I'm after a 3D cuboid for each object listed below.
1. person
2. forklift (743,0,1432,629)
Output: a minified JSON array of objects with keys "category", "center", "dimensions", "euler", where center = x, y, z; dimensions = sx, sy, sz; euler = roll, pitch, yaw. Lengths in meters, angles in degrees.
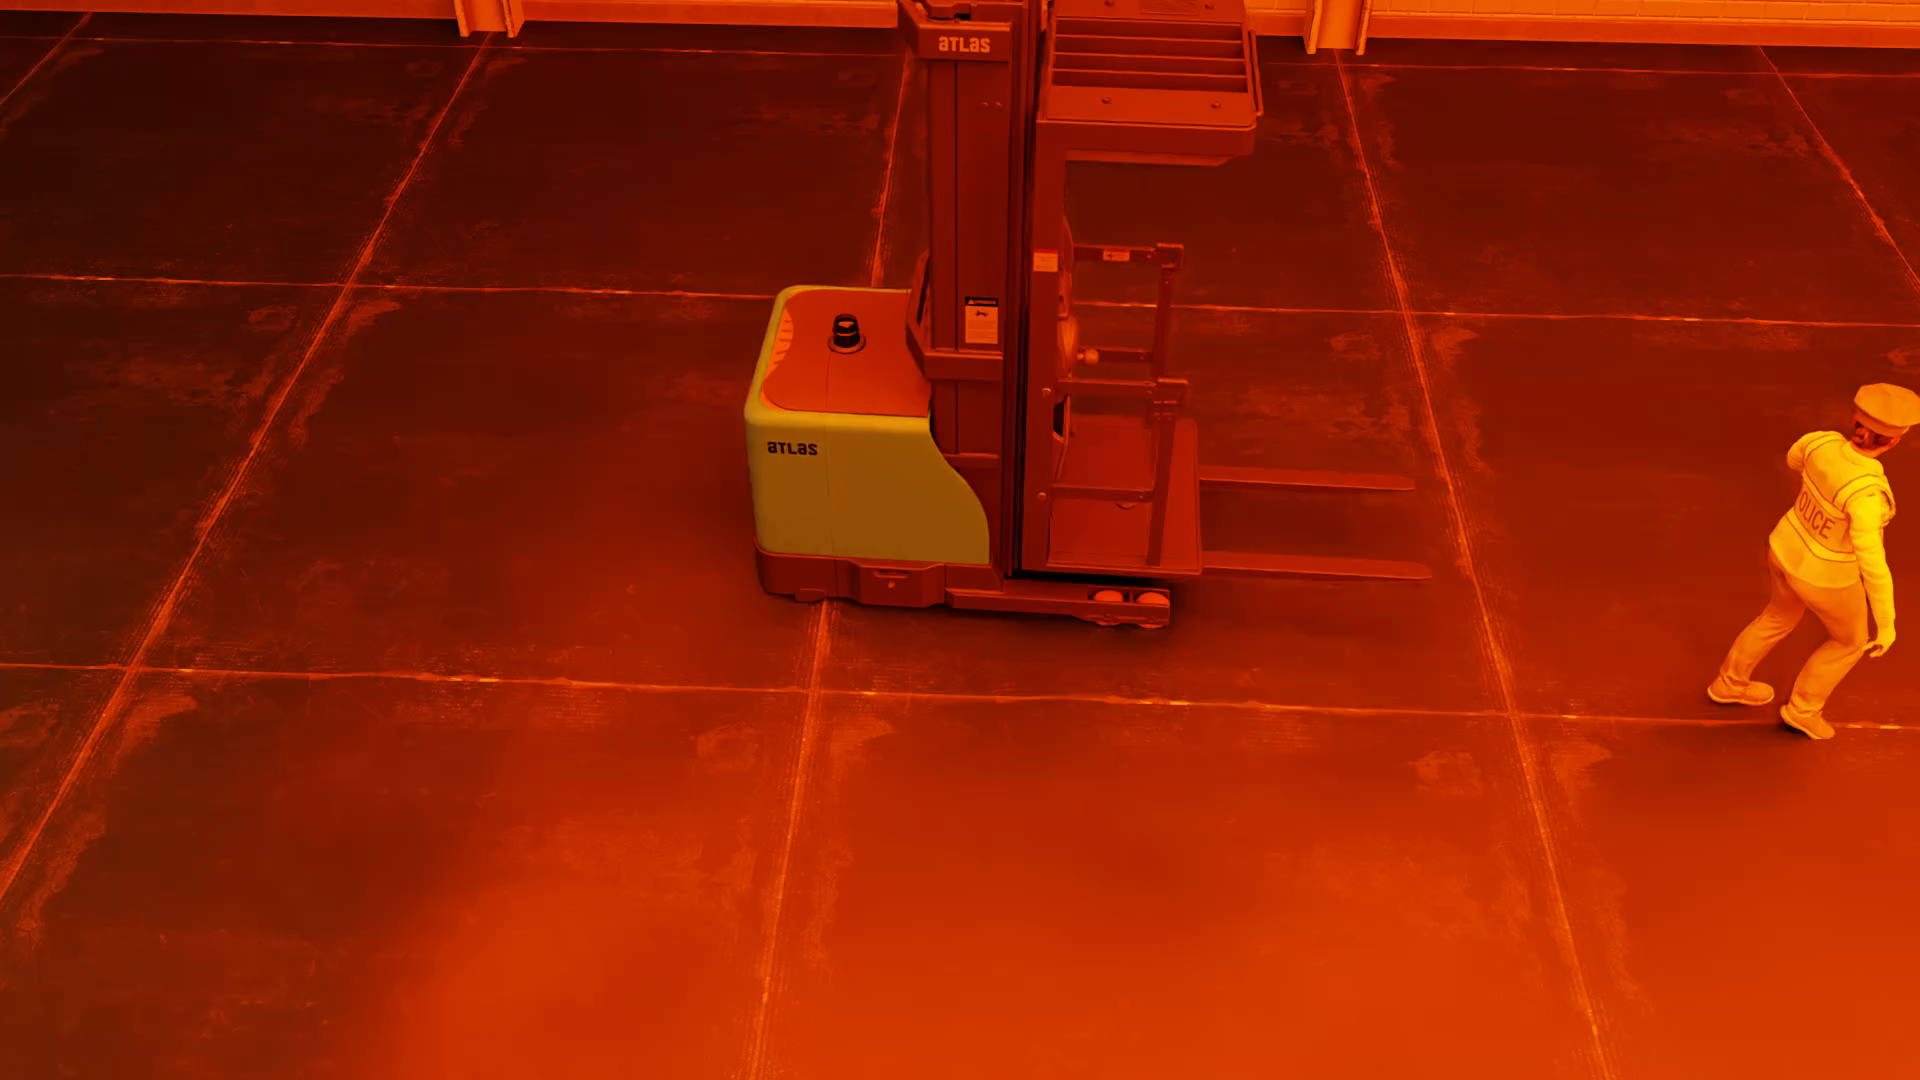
[{"category":"person","center":[3.458,0.116,6.610],"dimensions":[0.480,1.694,0.873],"euler":[-4,43,-4]},{"category":"forklift","center":[0.620,-1.060,6.903],"dimensions":[3.031,2.935,1.130],"euler":[3,42,3]}]
